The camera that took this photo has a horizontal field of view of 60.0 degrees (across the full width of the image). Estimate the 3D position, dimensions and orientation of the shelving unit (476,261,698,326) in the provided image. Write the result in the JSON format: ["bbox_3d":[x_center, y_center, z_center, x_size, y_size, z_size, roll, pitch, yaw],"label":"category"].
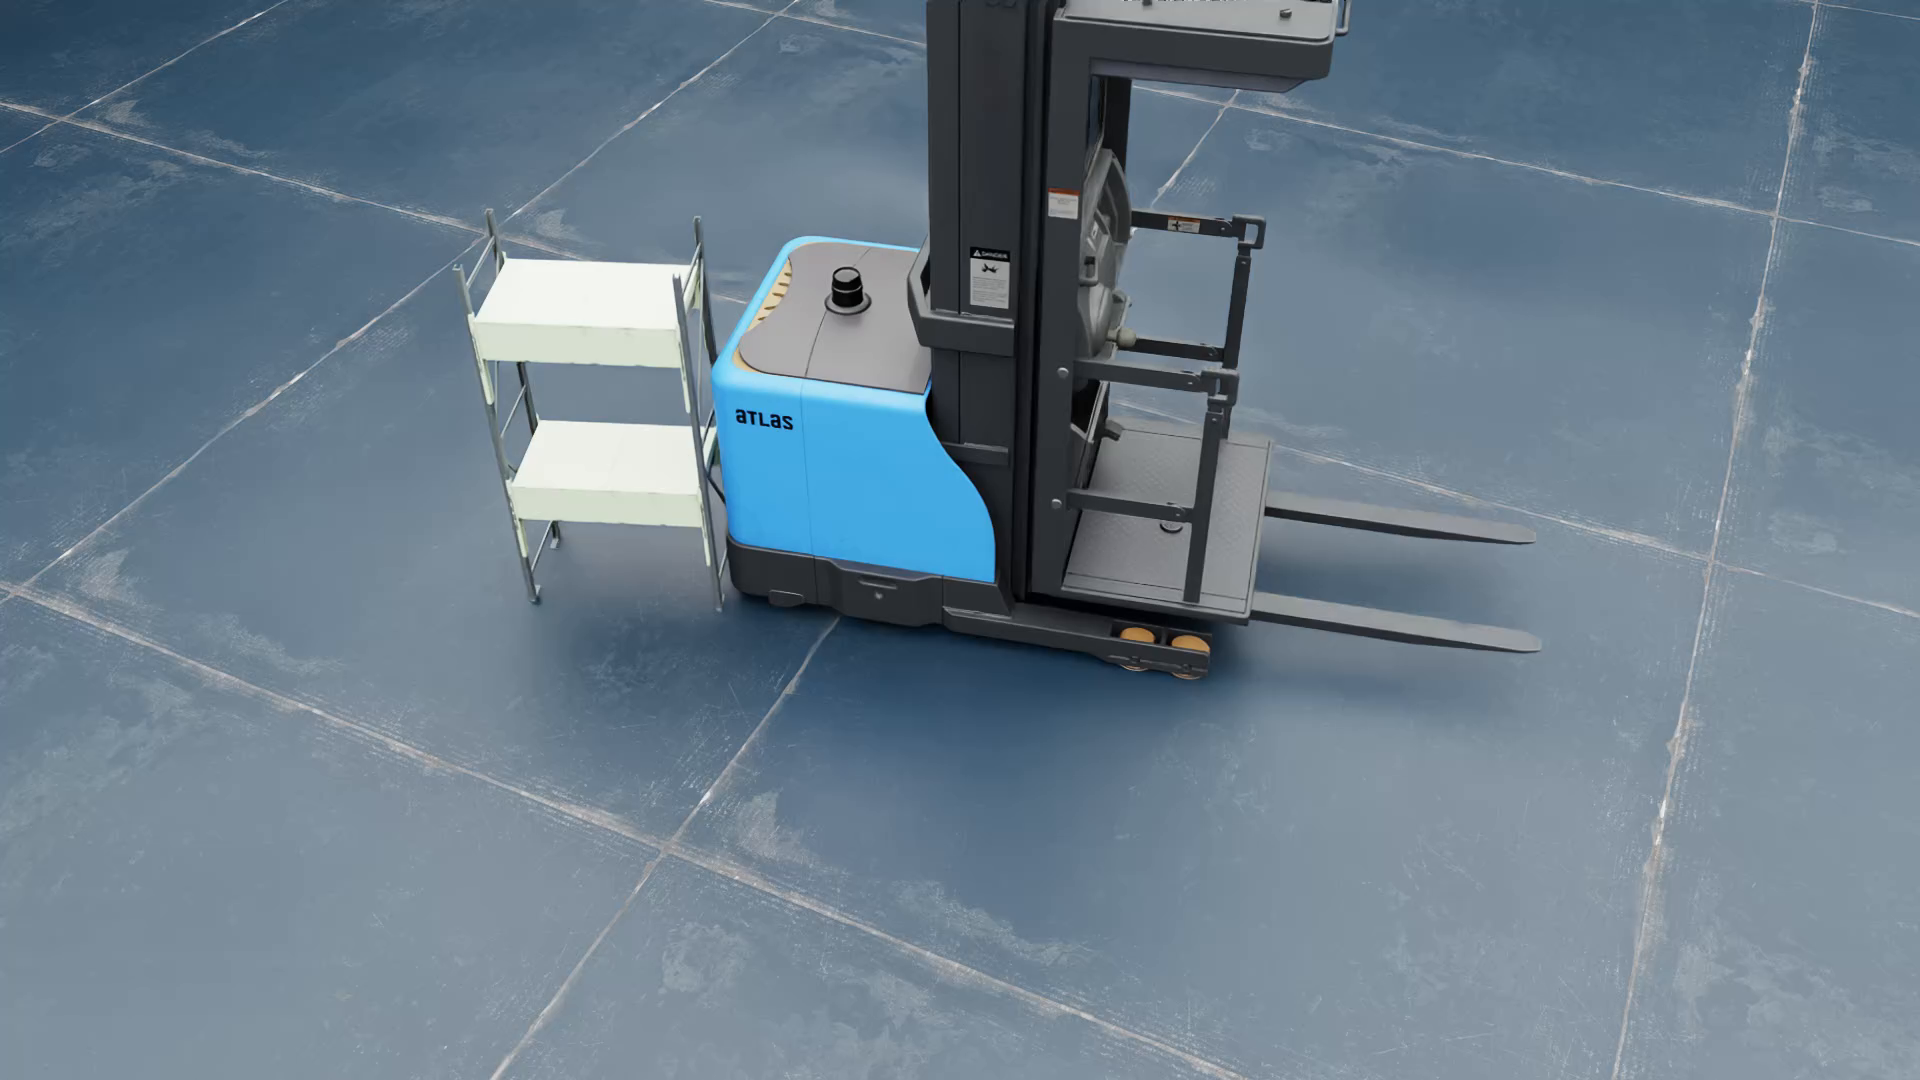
[{"bbox_3d":[-1.285,-0.835,5.769,0.686,0.052,0.368,3,41,3],"label":"shelving unit"}]

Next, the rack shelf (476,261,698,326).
[{"bbox_3d":[-1.285,-0.835,5.769,0.686,0.052,0.368,3,41,3],"label":"rack shelf"}]

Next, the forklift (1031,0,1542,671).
[{"bbox_3d":[1.099,-0.836,5.629,2.170,2.733,1.118,8,42,10],"label":"forklift"}]
